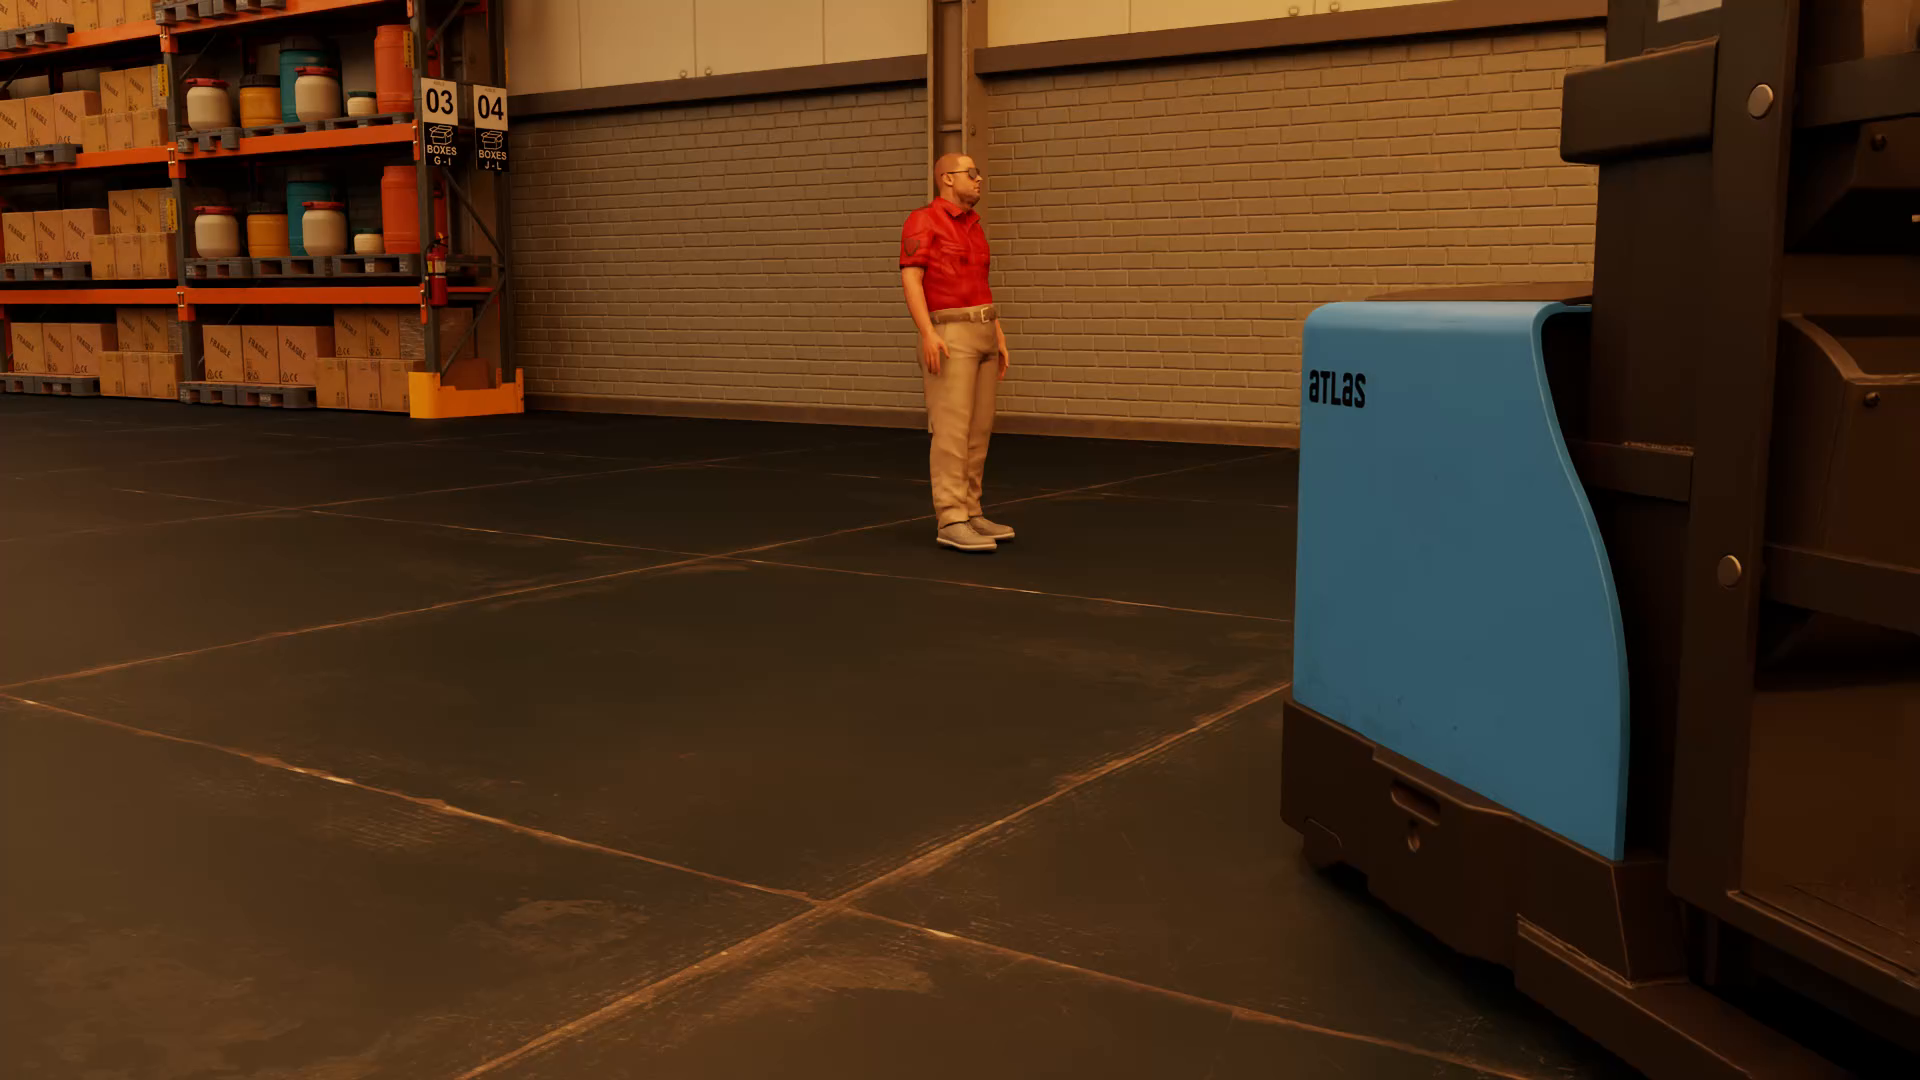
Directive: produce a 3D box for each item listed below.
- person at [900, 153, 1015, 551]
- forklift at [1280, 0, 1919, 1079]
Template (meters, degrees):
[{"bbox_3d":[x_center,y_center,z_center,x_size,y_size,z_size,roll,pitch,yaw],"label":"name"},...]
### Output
[{"bbox_3d":[0.067,-0.854,7.421,0.551,1.727,0.640,5,10,34],"label":"person"},{"bbox_3d":[1.509,-0.658,1.820,1.130,2.935,3.031,-2,8,-15],"label":"forklift"}]
